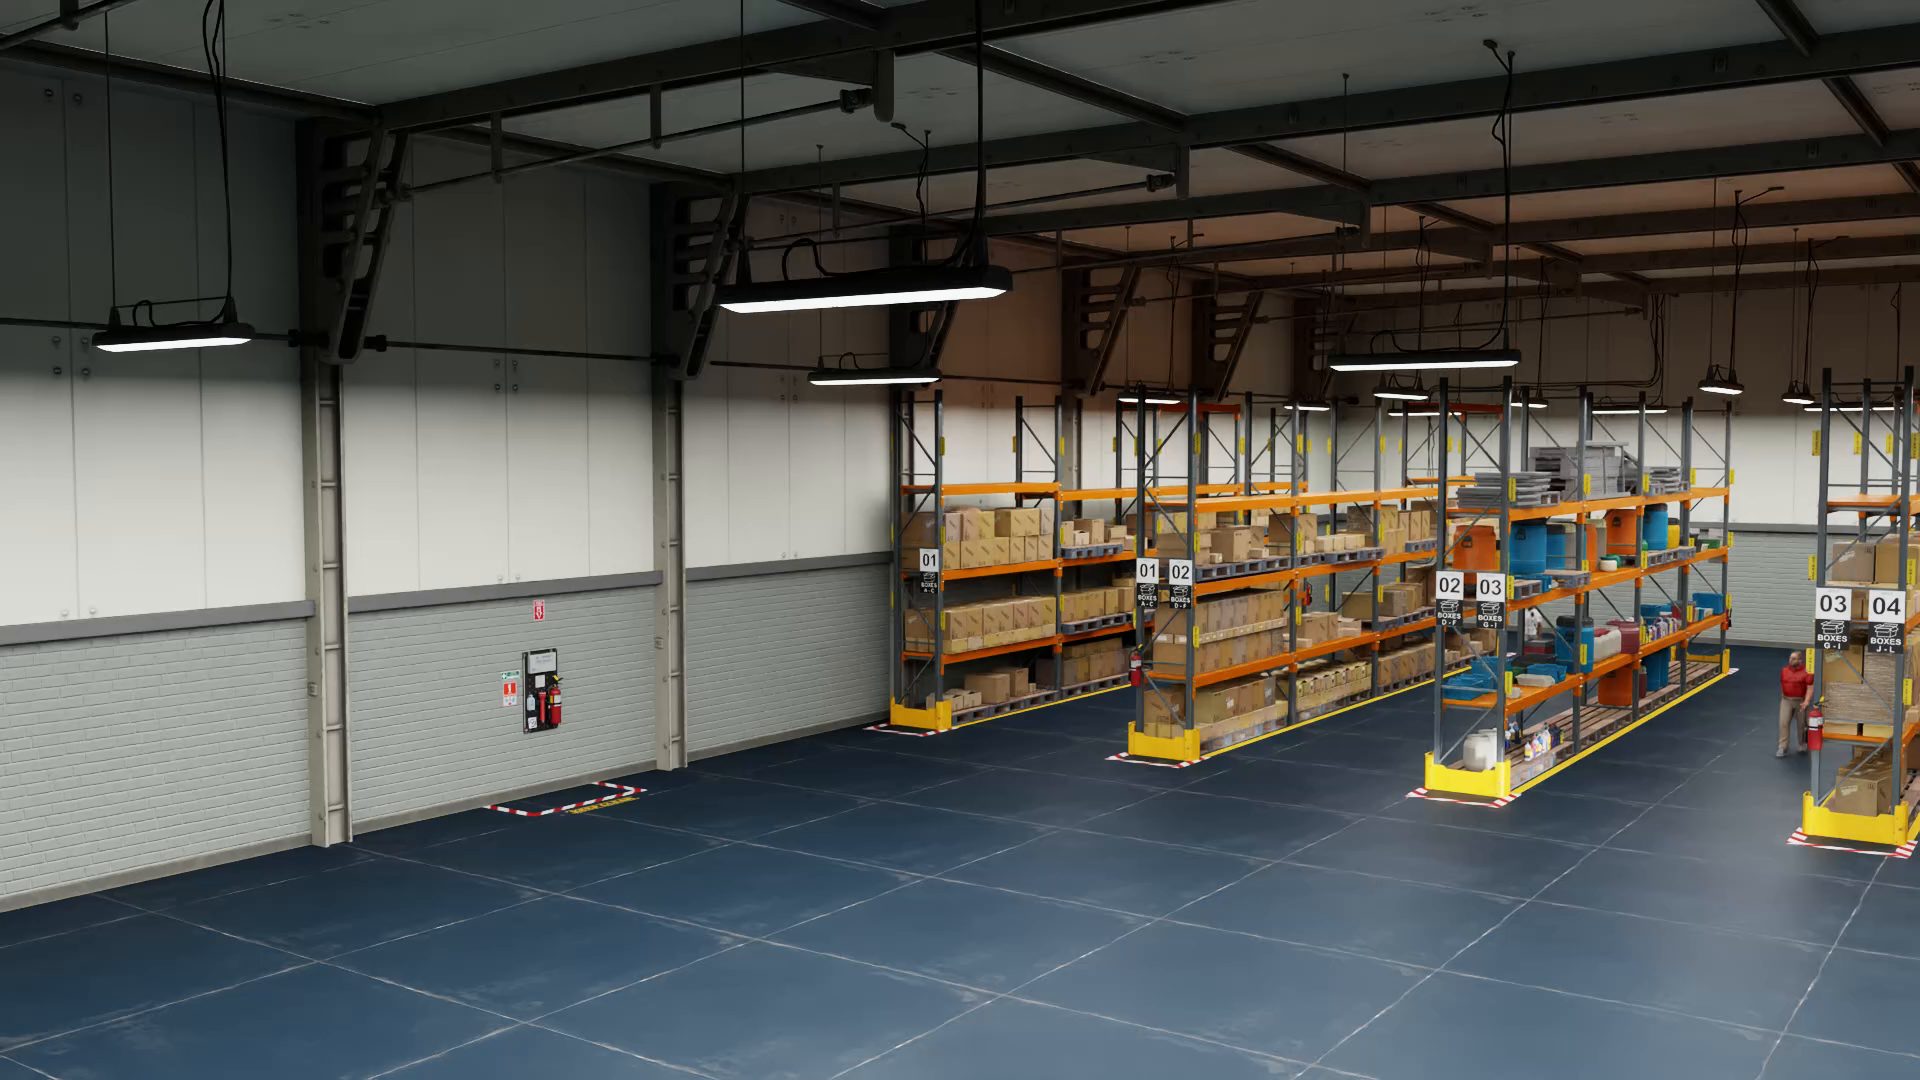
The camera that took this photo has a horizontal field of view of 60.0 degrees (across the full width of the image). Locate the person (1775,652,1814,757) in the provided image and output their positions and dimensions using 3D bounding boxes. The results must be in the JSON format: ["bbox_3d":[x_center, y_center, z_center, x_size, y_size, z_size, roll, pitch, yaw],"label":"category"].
[{"bbox_3d":[13.477,2.628,26.800,0.498,1.653,1.064,2,4,33],"label":"person"}]

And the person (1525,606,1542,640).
[{"bbox_3d":[12.731,2.088,37.015,0.456,1.632,0.835,2,4,32],"label":"person"}]
